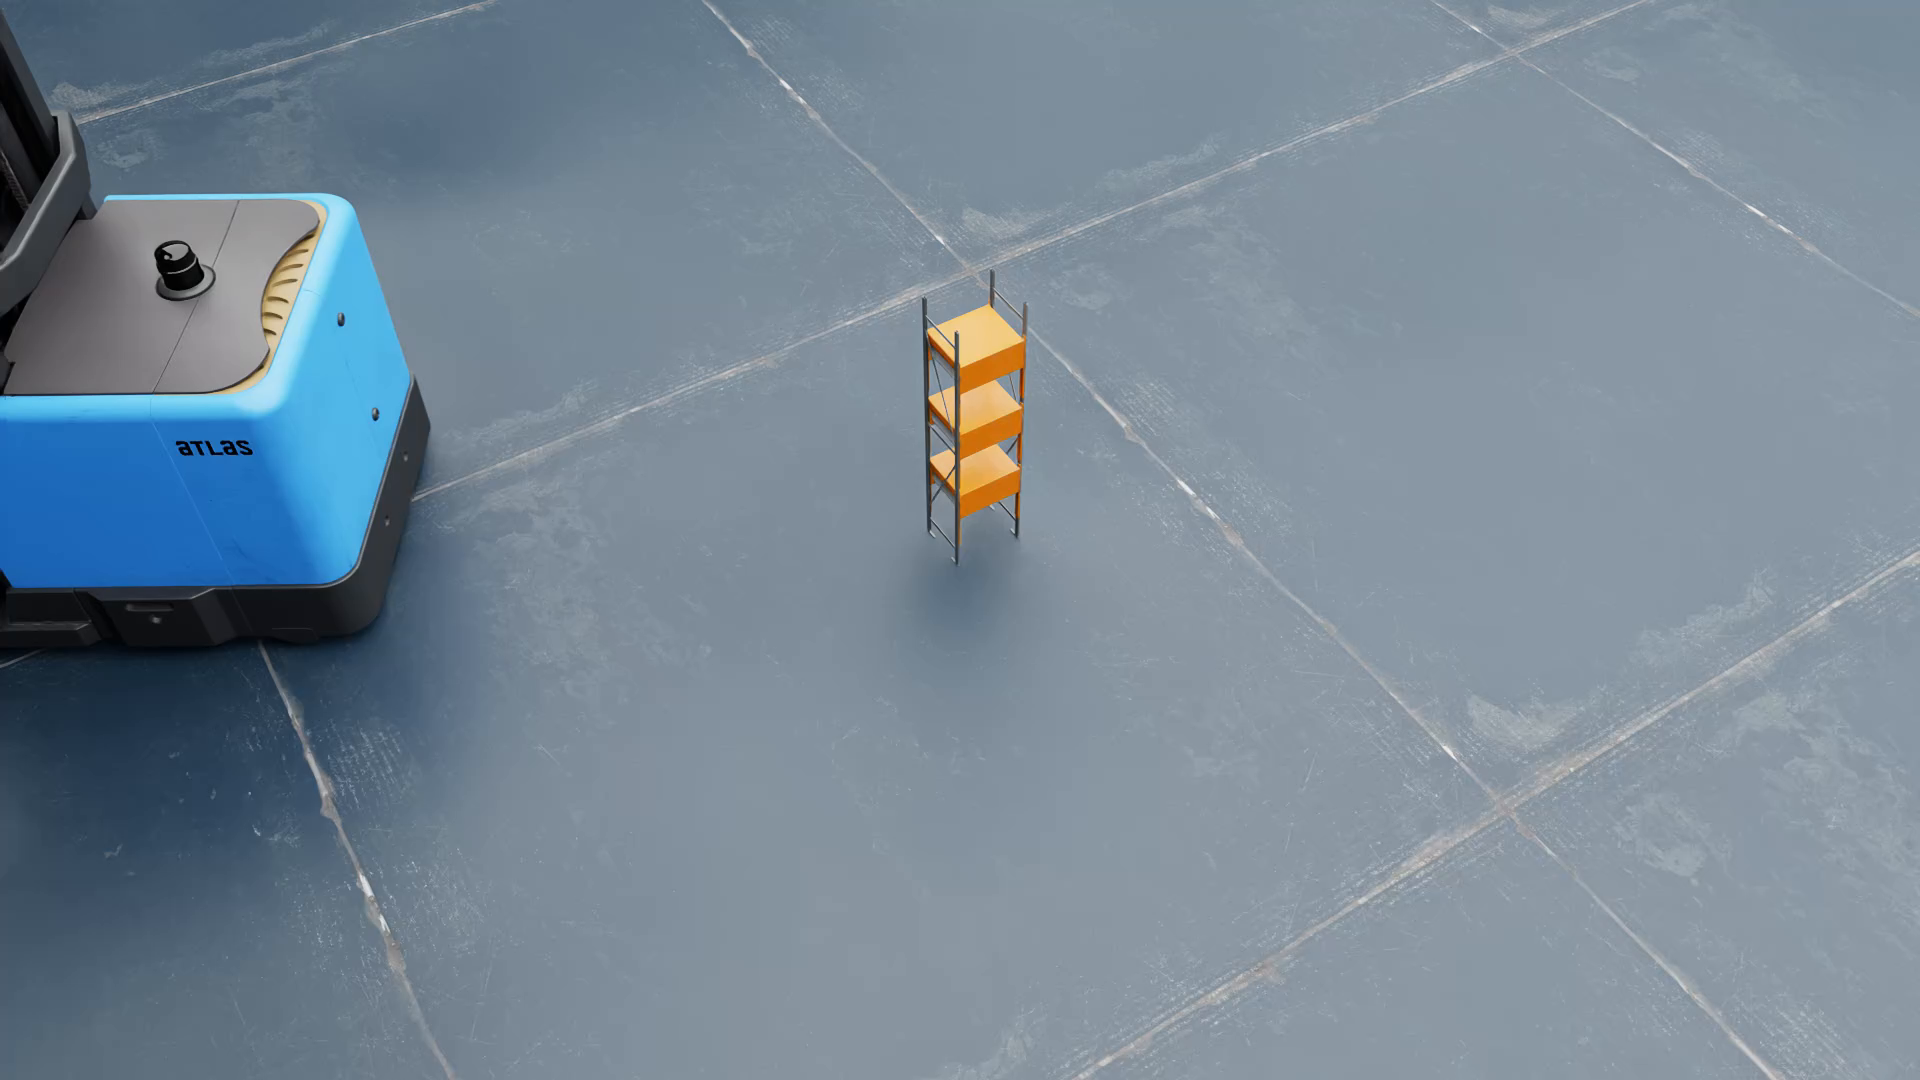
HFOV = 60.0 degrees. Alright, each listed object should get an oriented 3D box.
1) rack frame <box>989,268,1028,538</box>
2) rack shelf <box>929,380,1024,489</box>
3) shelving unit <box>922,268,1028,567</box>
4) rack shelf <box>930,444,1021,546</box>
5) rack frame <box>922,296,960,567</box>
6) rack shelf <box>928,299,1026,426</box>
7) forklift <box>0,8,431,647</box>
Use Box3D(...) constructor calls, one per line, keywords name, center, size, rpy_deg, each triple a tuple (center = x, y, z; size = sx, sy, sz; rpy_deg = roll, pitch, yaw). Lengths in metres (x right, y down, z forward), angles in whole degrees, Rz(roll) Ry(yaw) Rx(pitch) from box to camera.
Box3D(name="rack frame", center=(0.148, -0.419, 5.420), size=(0.008, 1.050, 0.200), rpy_deg=(-25, 53, -21))
Box3D(name="rack shelf", center=(0.045, -0.363, 5.385), size=(0.240, 0.259, 0.215), rpy_deg=(-25, 53, -21))
Box3D(name="shelving unit", center=(0.045, -0.370, 5.377), size=(0.252, 1.050, 0.215), rpy_deg=(-25, 53, -21))
Box3D(name="rack shelf", center=(0.045, -0.179, 5.592), size=(0.240, 0.259, 0.215), rpy_deg=(-25, 53, -21))
Box3D(name="rack frame", center=(-0.058, -0.322, 5.334), size=(0.008, 1.050, 0.200), rpy_deg=(-25, 53, -21))
Box3D(name="rack shelf", center=(0.045, -0.552, 5.173), size=(0.240, 0.259, 0.215), rpy_deg=(-25, 53, -21))
Box3D(name="forklift", center=(-3.422, -0.994, 4.673), size=(3.031, 2.935, 1.130), rpy_deg=(-1, 48, -1))
